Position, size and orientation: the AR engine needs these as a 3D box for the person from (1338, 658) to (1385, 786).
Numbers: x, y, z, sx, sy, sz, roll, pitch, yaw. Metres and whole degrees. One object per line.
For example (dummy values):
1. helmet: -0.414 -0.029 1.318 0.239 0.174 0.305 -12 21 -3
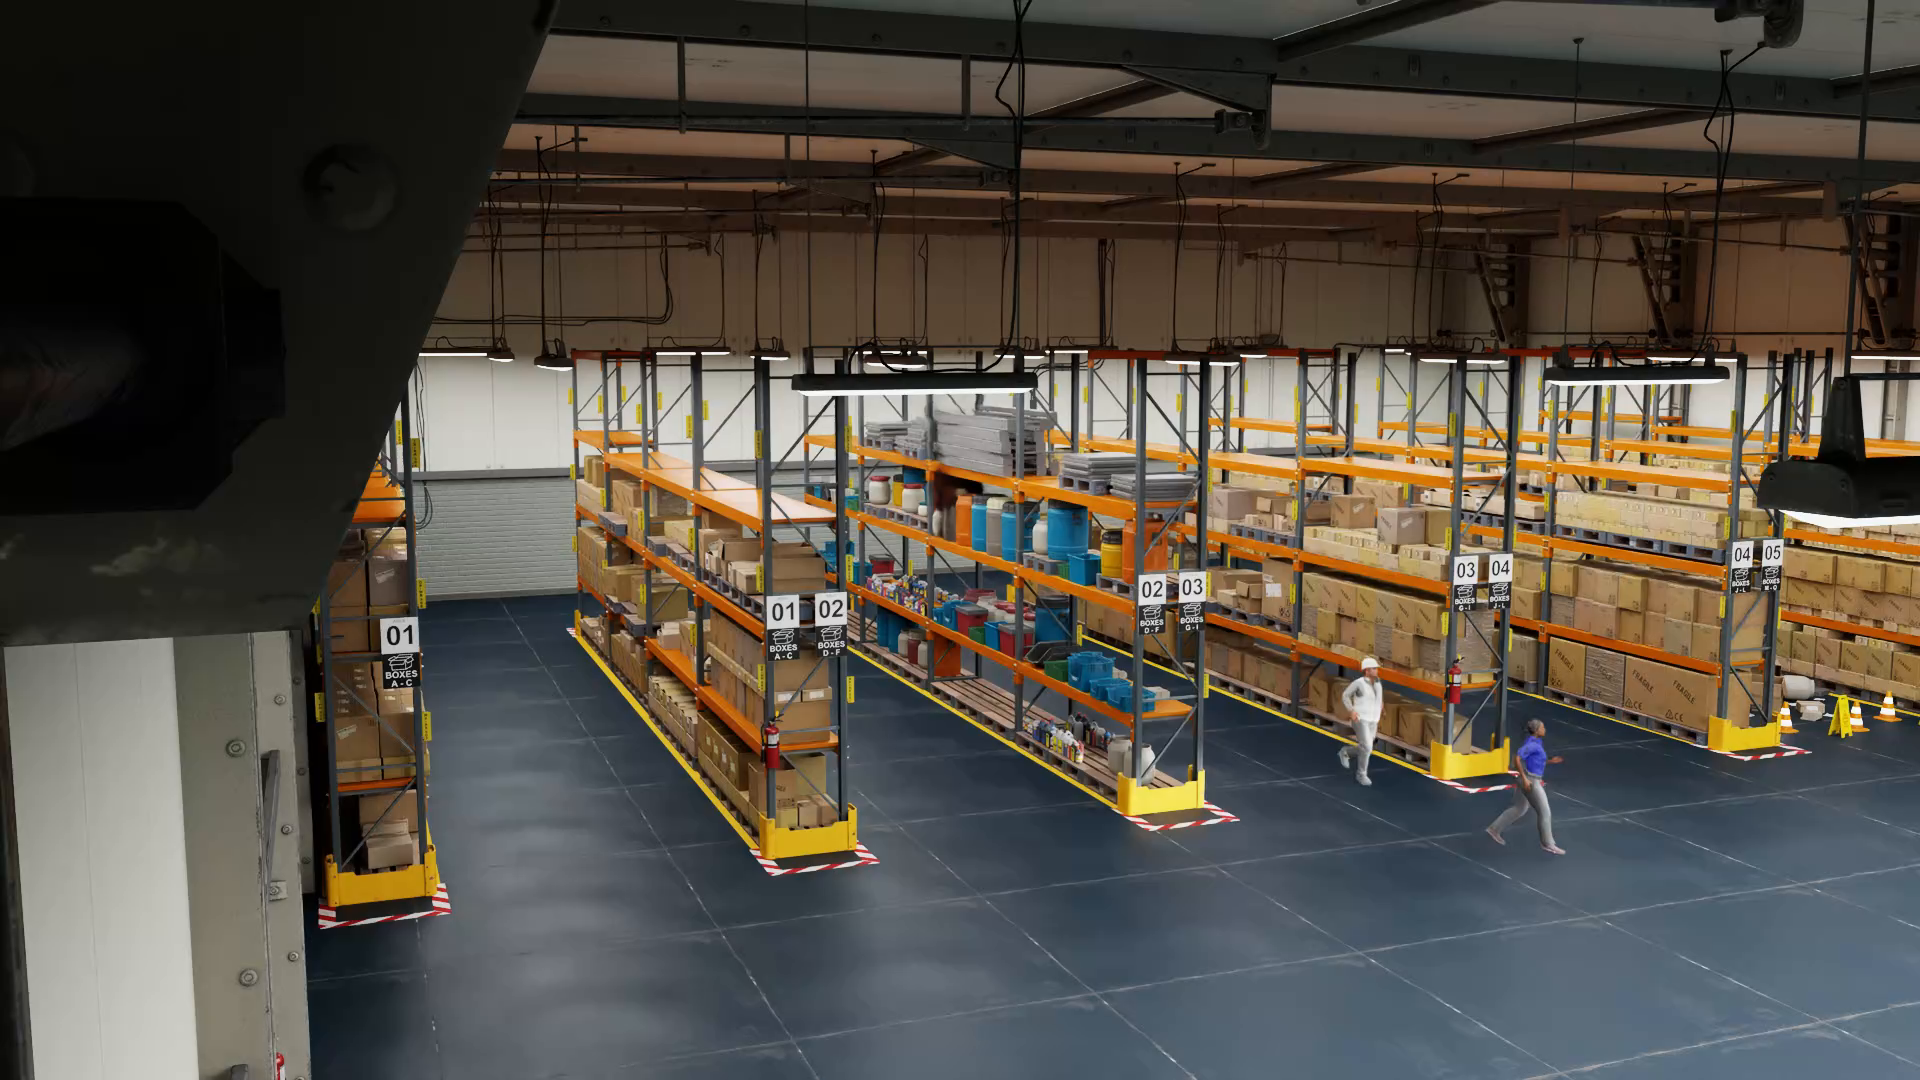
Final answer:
1. person: 5.752 2.551 23.697 0.697 1.743 0.793 -4 8 -32

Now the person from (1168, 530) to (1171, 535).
1. person: 4.981 0.450 40.980 0.687 1.588 0.548 6 9 40

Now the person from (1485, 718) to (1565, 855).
1. person: 6.901 2.980 20.209 0.933 1.661 0.567 1 7 9
